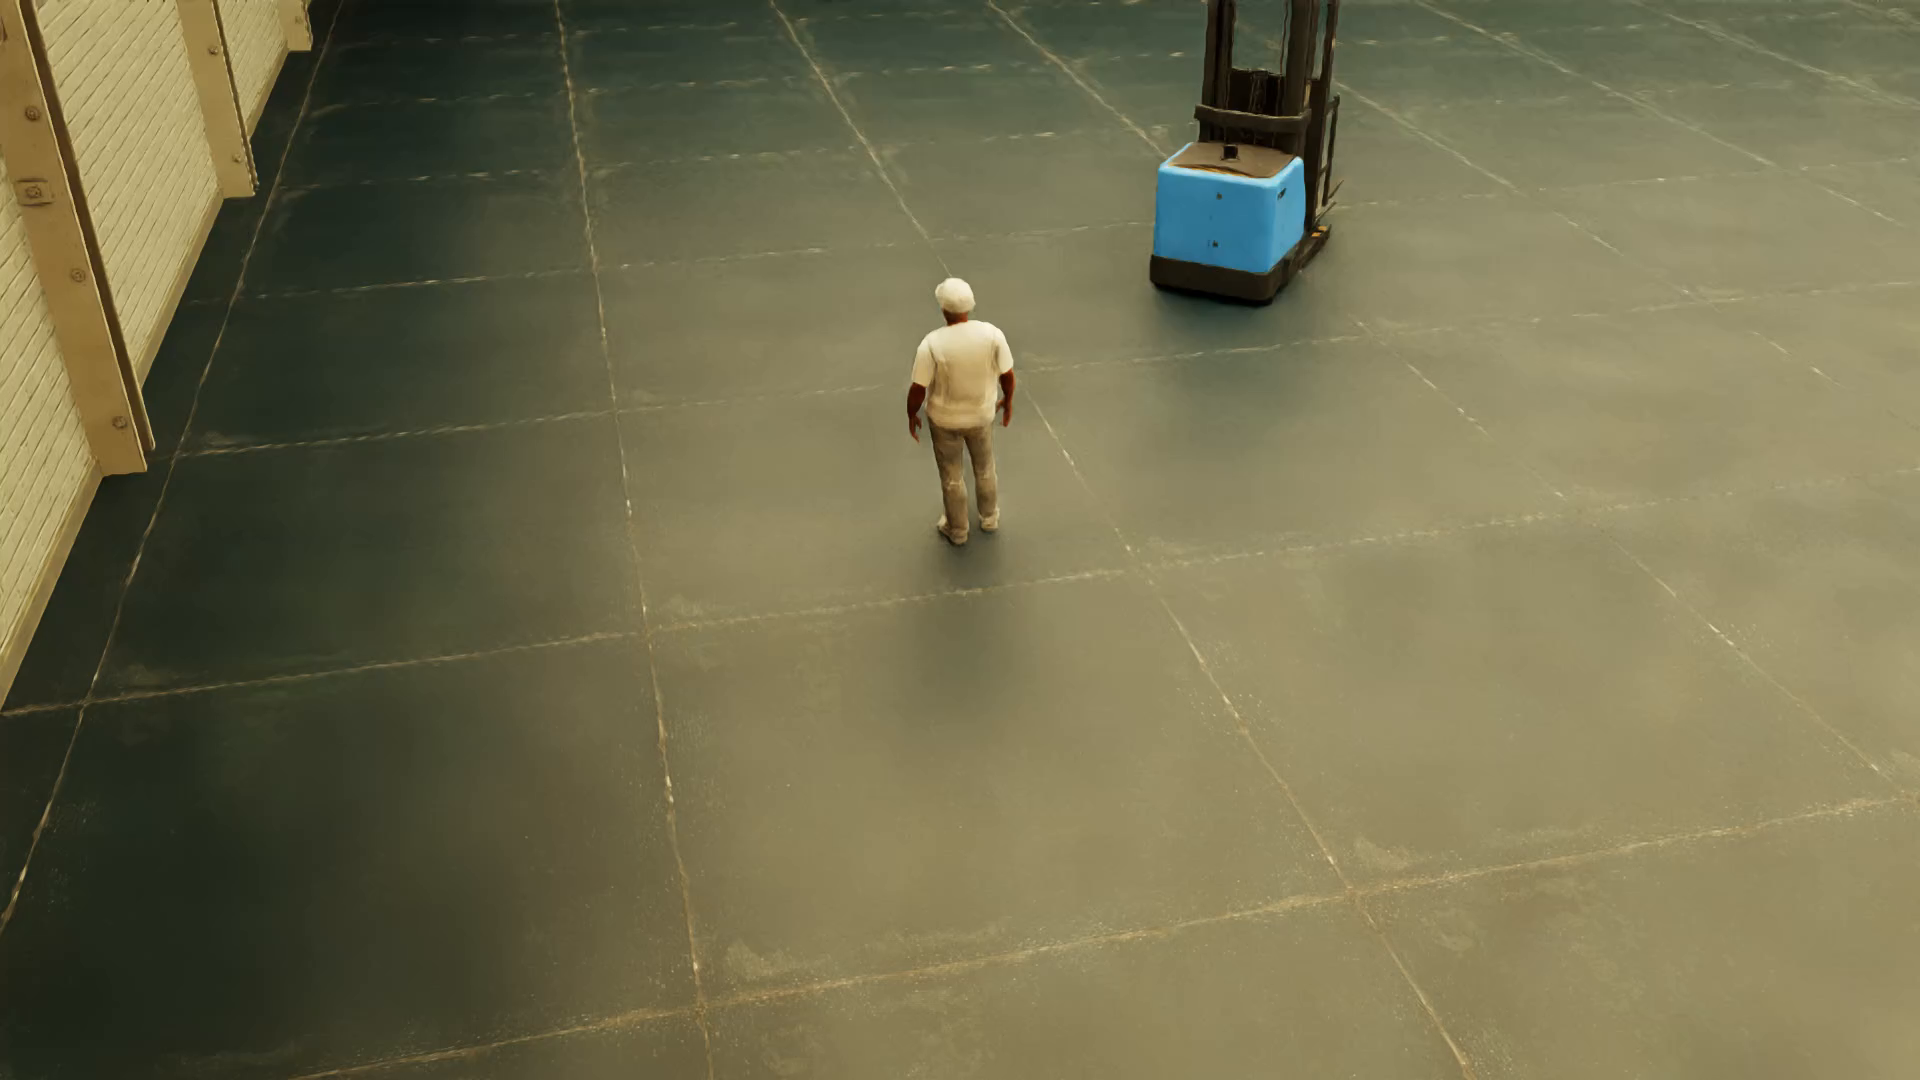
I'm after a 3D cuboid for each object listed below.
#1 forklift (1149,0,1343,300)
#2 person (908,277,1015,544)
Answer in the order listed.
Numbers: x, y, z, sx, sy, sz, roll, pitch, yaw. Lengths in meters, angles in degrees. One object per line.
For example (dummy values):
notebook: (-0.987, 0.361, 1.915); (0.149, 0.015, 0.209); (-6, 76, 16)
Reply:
forklift: (2.729, -3.971, 14.434); (1.130, 2.935, 3.031); (14, 33, 23)
person: (-0.011, -0.805, 10.114); (0.665, 1.766, 0.576); (-7, 31, -12)
